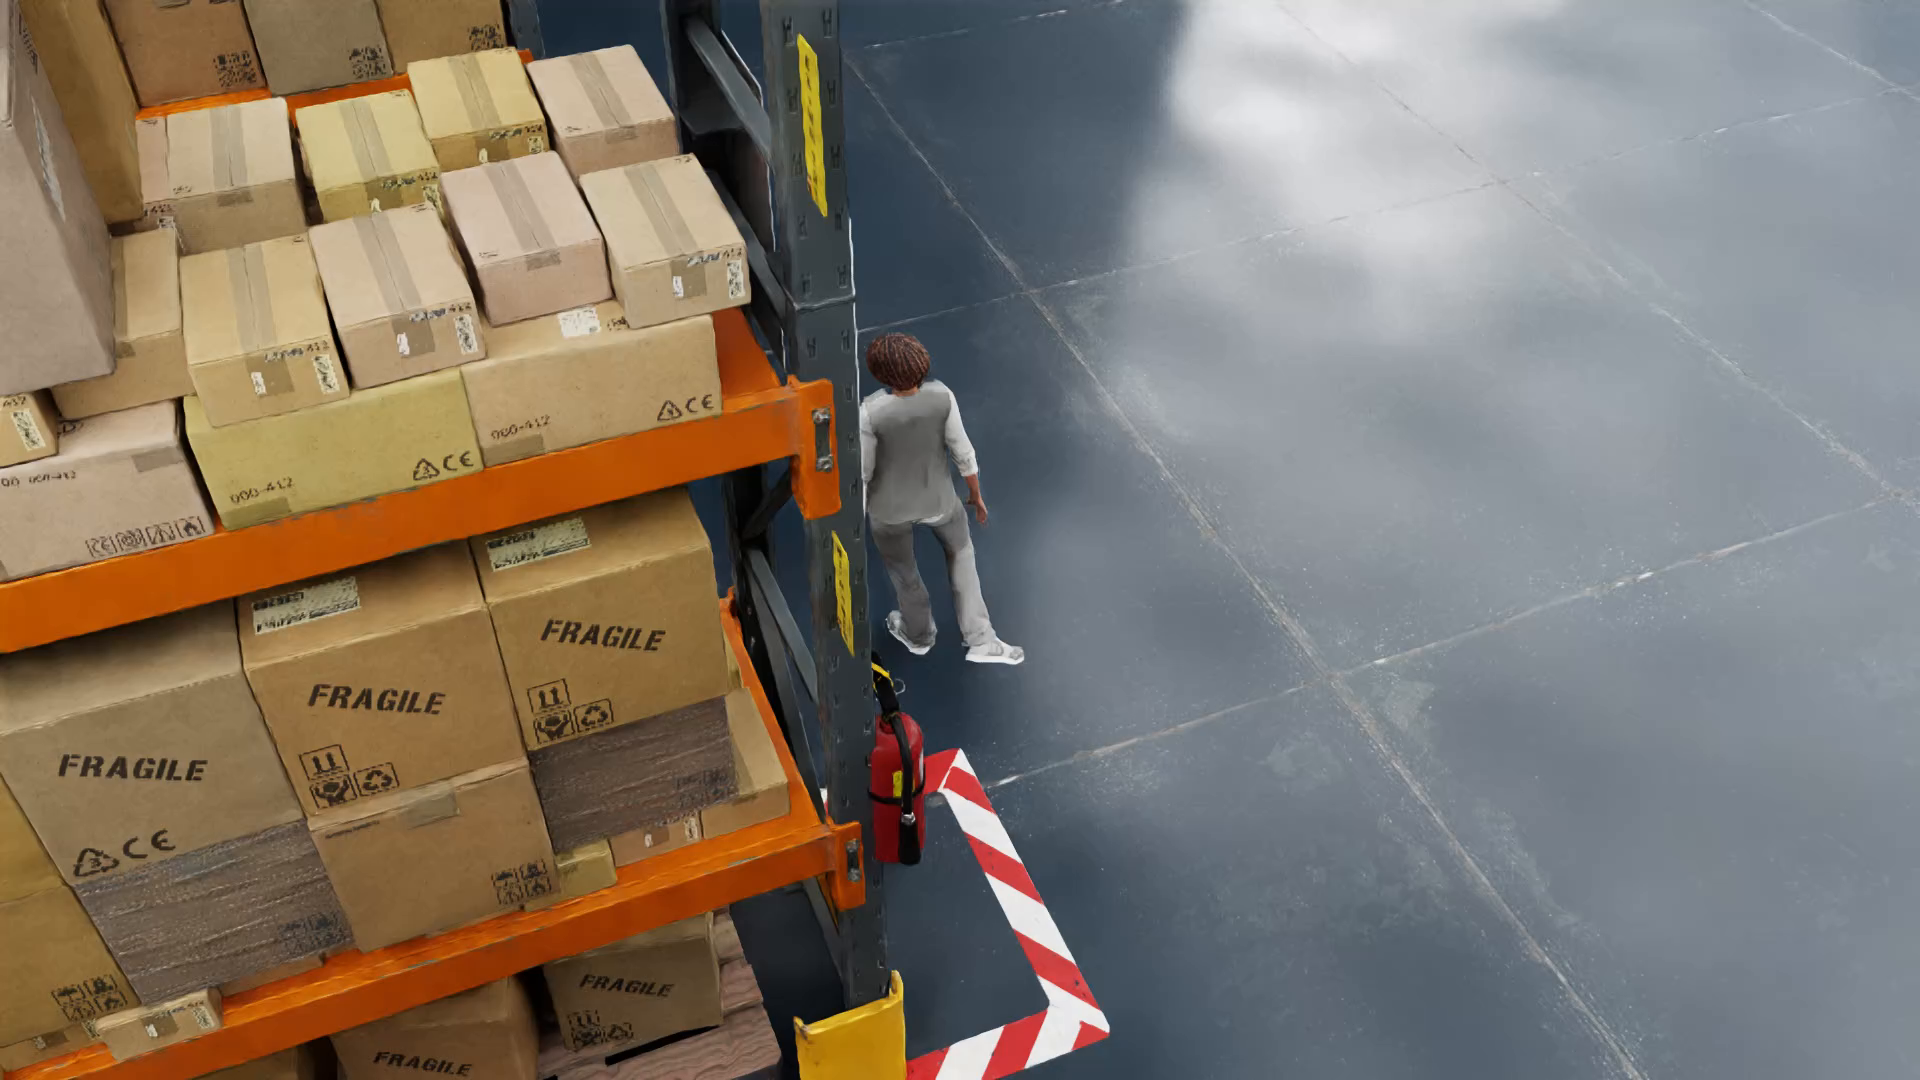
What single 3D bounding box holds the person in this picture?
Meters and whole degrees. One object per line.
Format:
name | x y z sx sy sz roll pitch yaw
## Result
person | -0.095 -0.101 6.284 0.610 1.591 0.559 -11 43 -12
